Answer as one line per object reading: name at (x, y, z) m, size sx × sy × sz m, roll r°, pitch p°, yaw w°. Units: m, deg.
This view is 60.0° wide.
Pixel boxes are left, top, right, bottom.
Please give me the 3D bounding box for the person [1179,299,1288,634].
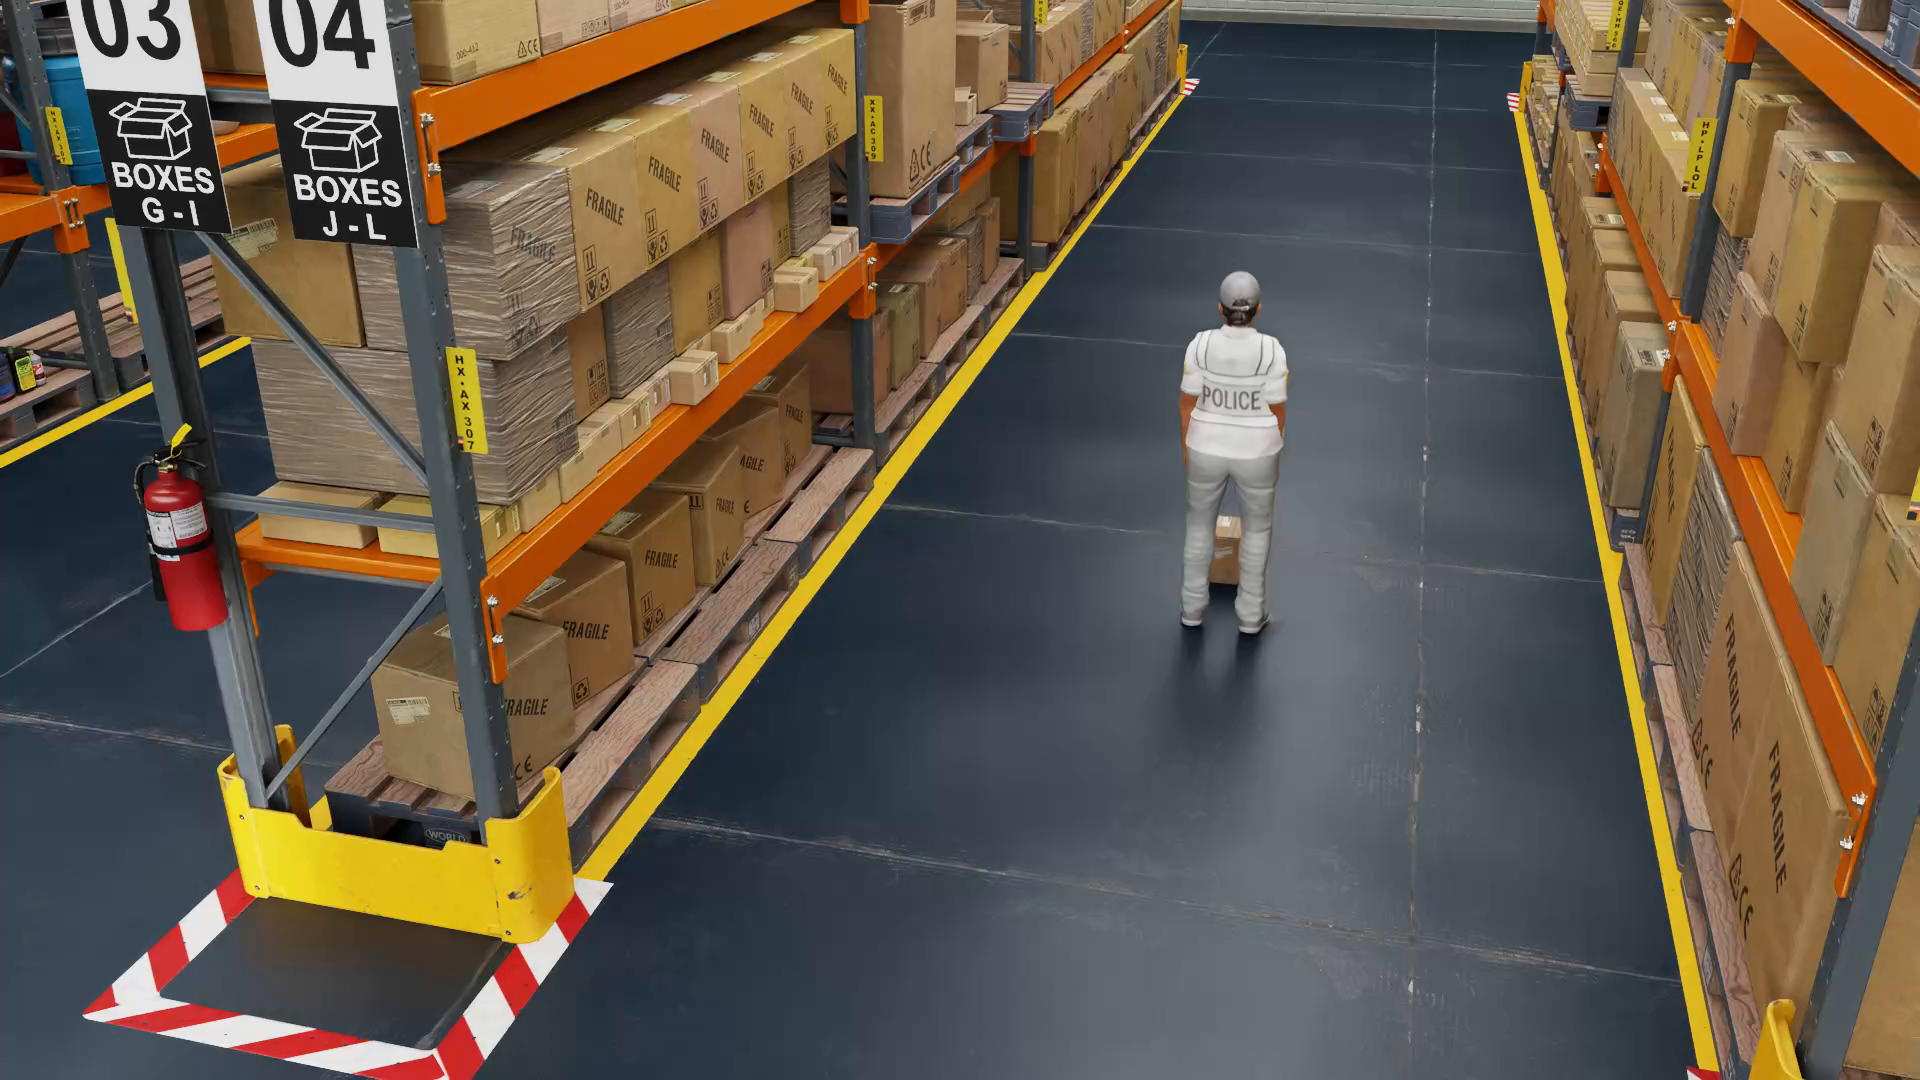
person at (1.206, -0.370, 7.437) m, size 0.473 × 1.641 × 0.391 m, roll 7°, pitch 26°, yaw 14°
